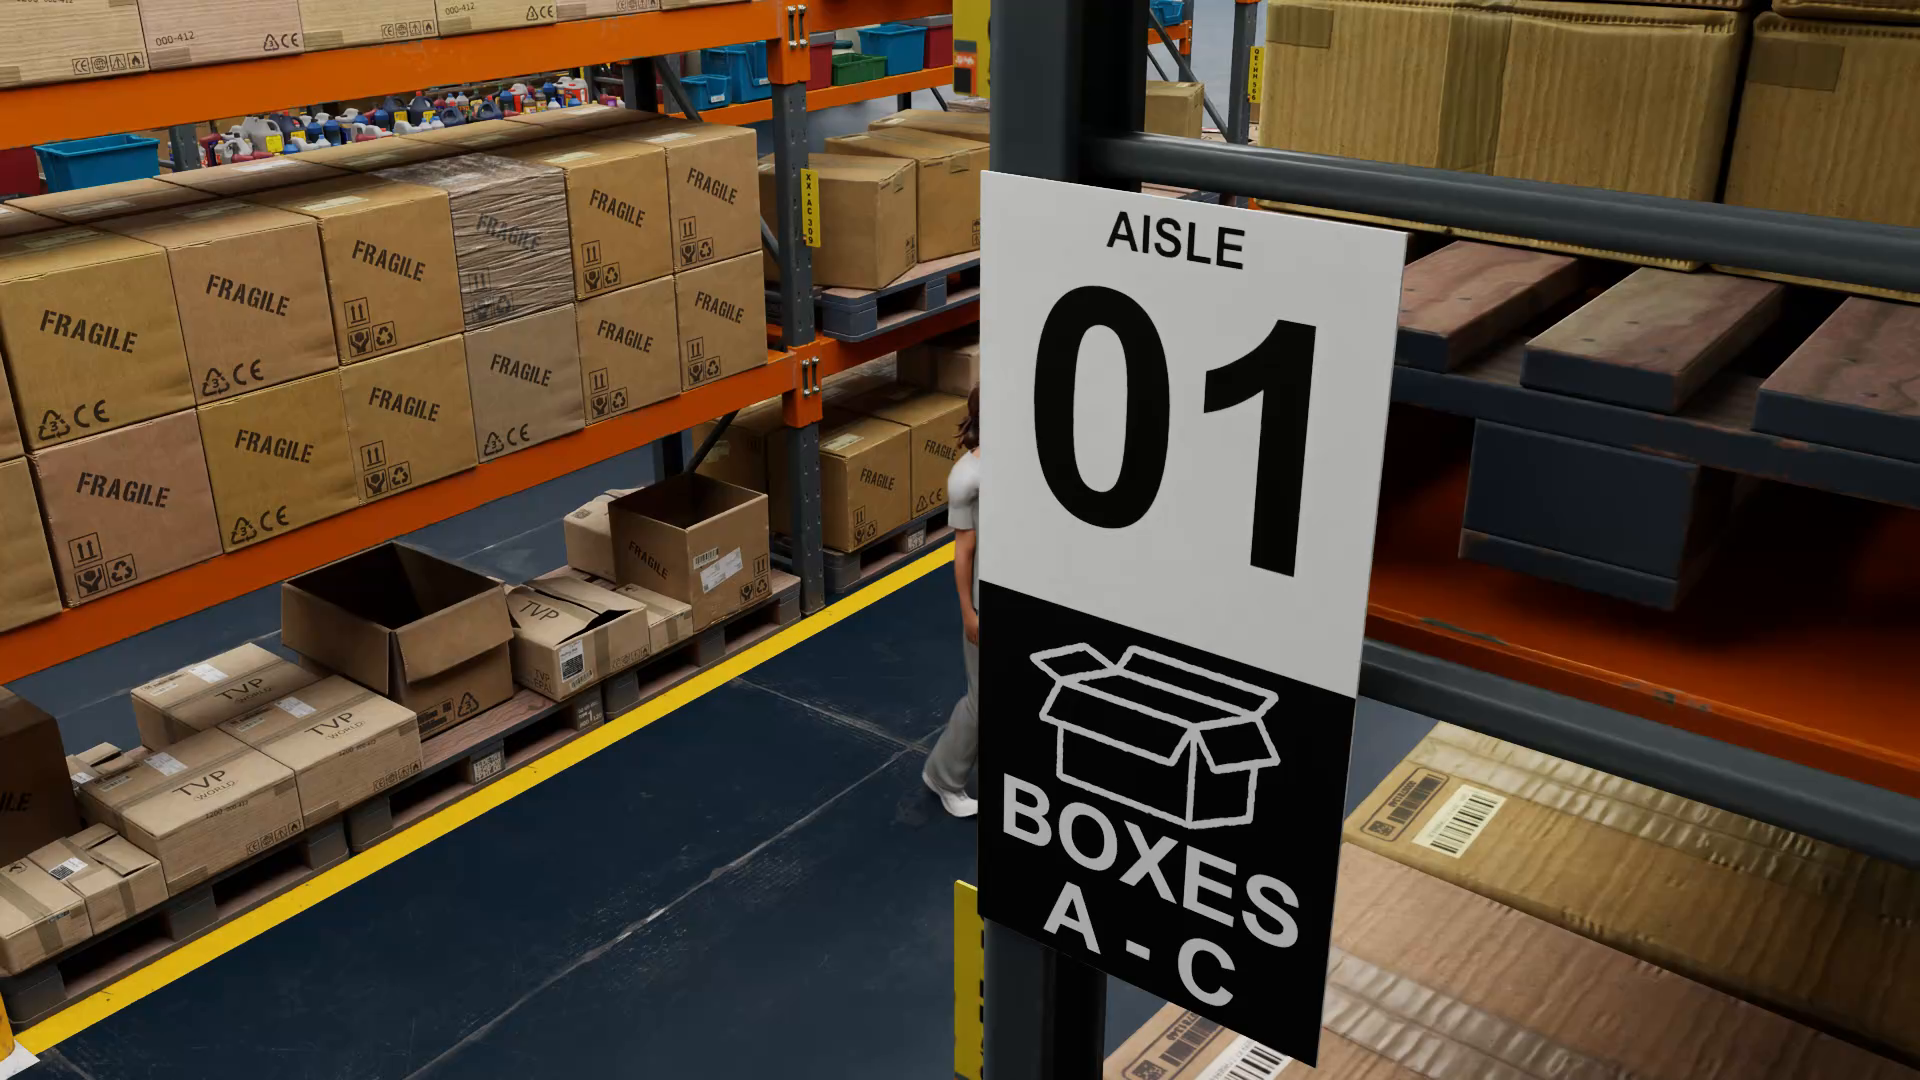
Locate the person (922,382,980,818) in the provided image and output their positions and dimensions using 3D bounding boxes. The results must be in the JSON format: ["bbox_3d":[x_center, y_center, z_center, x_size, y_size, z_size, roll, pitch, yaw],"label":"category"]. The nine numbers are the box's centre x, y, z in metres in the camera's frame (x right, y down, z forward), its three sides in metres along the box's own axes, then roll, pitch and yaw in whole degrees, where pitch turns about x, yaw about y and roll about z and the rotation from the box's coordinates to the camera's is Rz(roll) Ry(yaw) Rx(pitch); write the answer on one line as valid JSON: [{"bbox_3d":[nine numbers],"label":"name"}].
[{"bbox_3d":[0.179,0.235,6.068,0.540,1.680,0.487,21,31,40],"label":"person"}]
